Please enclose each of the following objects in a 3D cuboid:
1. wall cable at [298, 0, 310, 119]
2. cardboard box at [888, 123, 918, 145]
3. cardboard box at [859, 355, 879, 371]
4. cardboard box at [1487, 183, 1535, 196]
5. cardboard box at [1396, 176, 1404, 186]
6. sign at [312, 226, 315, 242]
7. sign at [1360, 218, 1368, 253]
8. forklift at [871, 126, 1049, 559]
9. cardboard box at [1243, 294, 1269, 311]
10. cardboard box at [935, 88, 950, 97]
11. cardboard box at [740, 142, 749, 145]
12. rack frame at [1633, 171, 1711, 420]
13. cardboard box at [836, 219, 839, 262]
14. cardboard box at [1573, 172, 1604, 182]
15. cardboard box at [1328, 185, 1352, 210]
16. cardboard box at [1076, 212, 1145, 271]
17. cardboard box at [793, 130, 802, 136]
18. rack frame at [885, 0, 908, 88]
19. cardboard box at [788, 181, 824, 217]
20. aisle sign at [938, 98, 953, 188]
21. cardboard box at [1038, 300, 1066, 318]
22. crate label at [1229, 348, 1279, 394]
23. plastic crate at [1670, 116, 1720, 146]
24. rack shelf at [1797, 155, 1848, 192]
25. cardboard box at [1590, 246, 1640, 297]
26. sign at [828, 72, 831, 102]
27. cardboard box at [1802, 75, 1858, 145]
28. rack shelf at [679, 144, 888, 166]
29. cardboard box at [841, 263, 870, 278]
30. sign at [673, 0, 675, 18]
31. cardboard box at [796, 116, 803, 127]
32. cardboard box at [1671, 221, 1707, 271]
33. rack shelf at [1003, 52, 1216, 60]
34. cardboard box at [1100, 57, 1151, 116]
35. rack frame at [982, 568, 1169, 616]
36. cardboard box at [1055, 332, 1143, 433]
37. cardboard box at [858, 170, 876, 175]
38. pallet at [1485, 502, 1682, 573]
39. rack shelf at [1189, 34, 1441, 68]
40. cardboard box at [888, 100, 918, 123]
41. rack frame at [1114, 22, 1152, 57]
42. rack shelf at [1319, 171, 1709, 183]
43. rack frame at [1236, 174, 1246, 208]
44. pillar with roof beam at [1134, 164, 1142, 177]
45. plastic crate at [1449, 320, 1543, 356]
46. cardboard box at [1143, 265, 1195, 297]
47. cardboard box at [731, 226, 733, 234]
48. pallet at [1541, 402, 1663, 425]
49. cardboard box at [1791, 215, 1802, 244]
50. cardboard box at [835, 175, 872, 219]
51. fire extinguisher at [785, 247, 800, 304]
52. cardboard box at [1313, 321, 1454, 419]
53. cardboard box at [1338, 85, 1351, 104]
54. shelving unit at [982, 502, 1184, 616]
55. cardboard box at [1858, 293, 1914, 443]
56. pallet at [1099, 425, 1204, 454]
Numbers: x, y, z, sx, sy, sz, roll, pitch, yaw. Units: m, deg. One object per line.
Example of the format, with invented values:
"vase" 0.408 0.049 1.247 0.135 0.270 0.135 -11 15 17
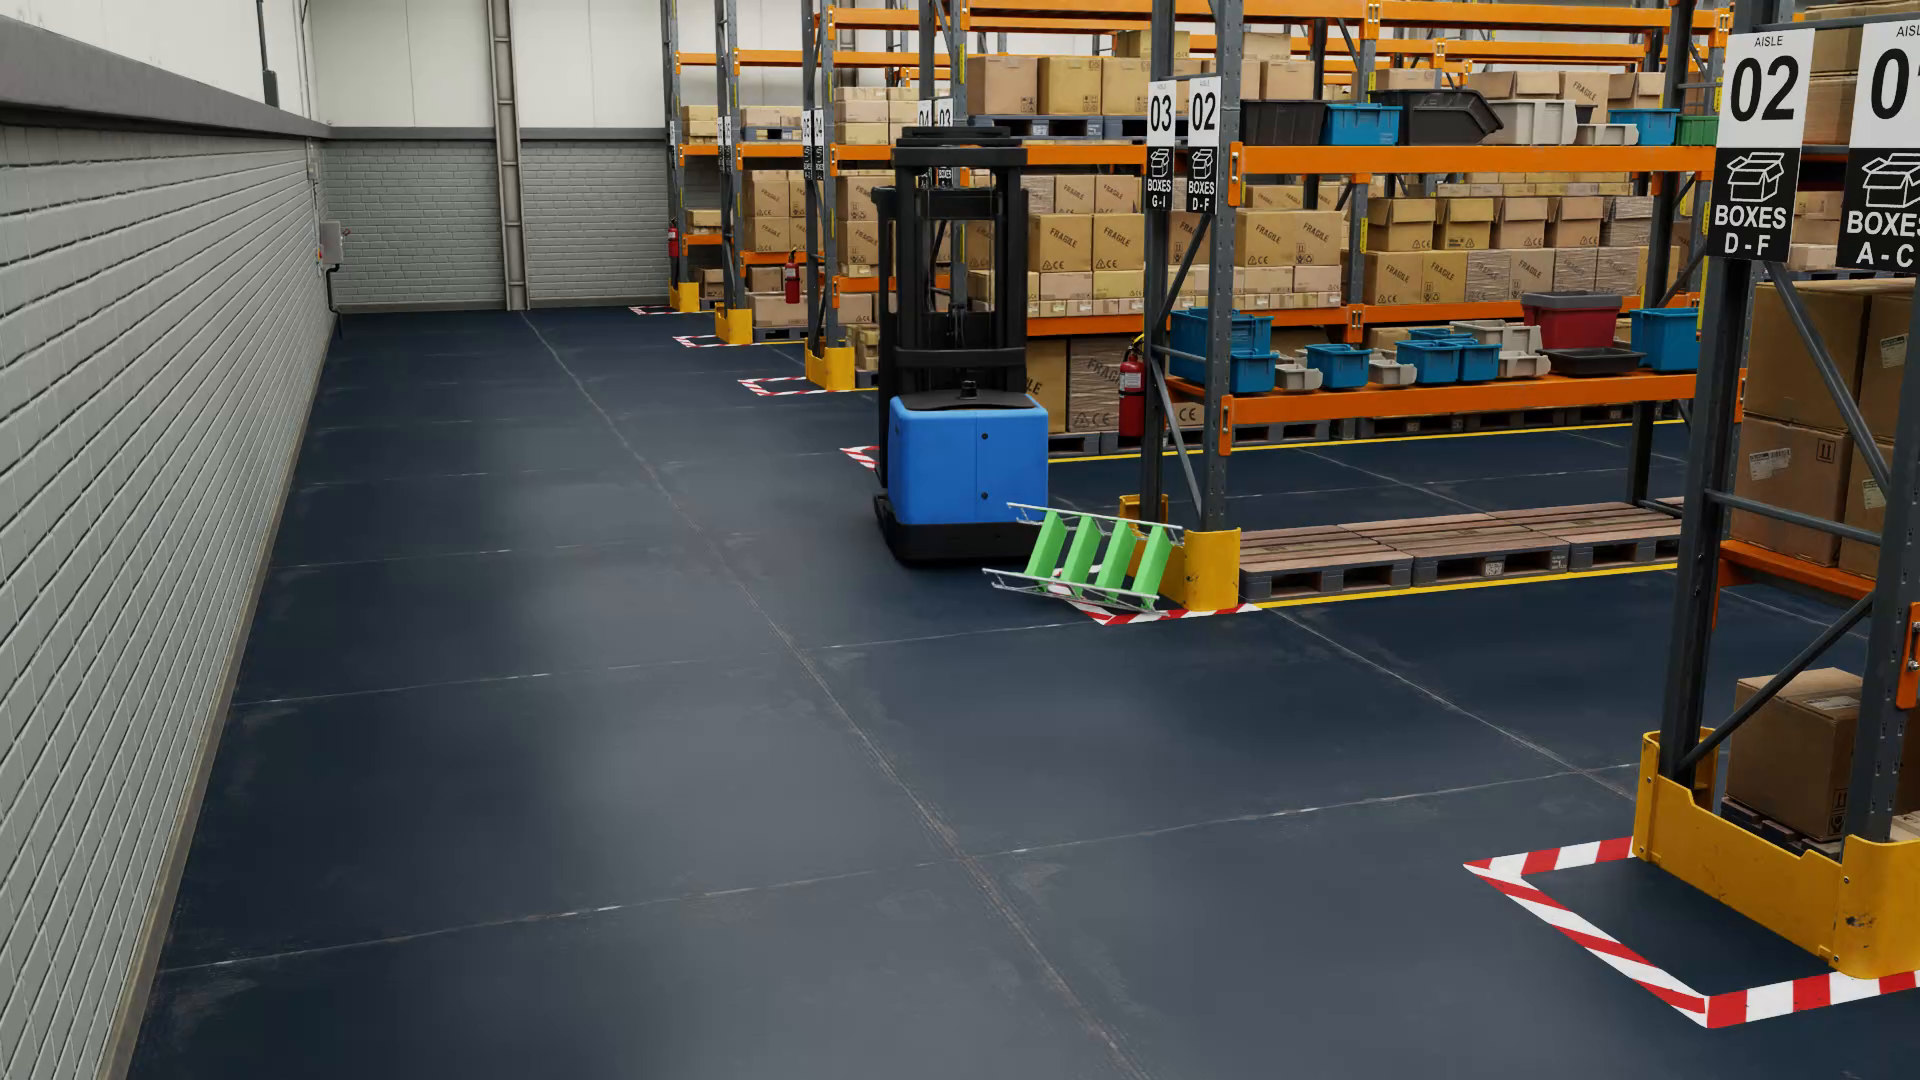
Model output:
"wall cable" -8.855 -7.018 22.203 0.029 3.000 2.355 -4 14 -18
"cardboard box" -0.635 -4.739 19.428 0.500 0.250 0.500 -4 14 -16
"cardboard box" -1.044 -2.124 19.843 0.250 0.149 0.380 -4 14 -17
"cardboard box" 7.333 -4.571 22.499 0.500 0.500 0.700 -5 14 -19
"cardboard box" 7.042 -5.878 27.204 0.250 0.149 0.380 -5 14 -20
"sign" -8.696 -4.111 22.361 0.001 0.218 0.327 -4 14 -18
"sign" 3.813 -2.876 15.710 0.005 0.325 0.100 -4 14 -18
"forklift" -0.079 -1.585 12.470 1.130 2.935 3.031 -2 13 -7
"cardboard box" 2.719 -2.265 15.724 0.250 0.149 0.380 -4 14 -17
"cardboard box" -0.294 -5.214 19.483 0.250 0.149 0.380 -4 14 -16
"cardboard box" -3.769 -6.850 28.521 0.250 0.149 0.380 -4 14 -17
"rack frame" 7.426 -2.833 17.572 0.127 3.000 1.000 -4 14 -18
"cardboard box" -1.298 -3.621 20.025 0.500 0.500 0.500 -4 14 -17
"cardboard box" 10.500 -6.095 28.267 0.500 0.500 0.700 -5 14 -19
"cardboard box" 6.235 -5.503 27.028 0.500 0.500 0.500 -5 14 -20
"cardboard box" 1.348 -2.732 15.207 0.500 0.500 0.500 -5 14 -20
"cardboard box" -2.949 -7.129 28.830 0.500 0.250 0.500 -5 14 -19
"rack frame" -1.112 -8.718 29.350 0.127 3.000 1.000 -4 14 -18
"cardboard box" -2.284 -4.964 24.153 0.500 0.500 0.500 -5 14 -20
"aisle sign" -0.129 -3.436 14.490 0.004 0.787 0.394 -4 14 -18
"cardboard box" 0.771 -2.113 15.085 0.250 0.149 0.380 -5 14 -19
"crate label" 1.763 -1.050 10.308 0.303 0.233 0.416 -4 14 -18
"plastic crate" 4.910 -2.710 11.031 0.662 0.188 0.450 -4 14 -18
"rack shelf" 4.895 -1.327 6.311 4.000 0.370 1.077 -4 14 -18
"cardboard box" 6.563 -2.756 17.029 0.500 0.500 0.500 -5 14 -19
"sign" -1.469 -5.104 18.746 0.005 0.325 0.100 -4 14 -18
"cardboard box" 3.403 -1.552 6.027 0.500 0.250 0.500 -4 14 -18
"rack shelf" -3.008 -6.762 29.159 4.000 0.370 1.077 -4 14 -18
"cardboard box" -1.231 -3.168 19.522 0.250 0.149 0.380 -5 14 -19
"sign" -4.730 -8.797 27.491 0.005 0.325 0.100 -4 14 -18
"cardboard box" -2.212 -6.036 23.975 0.250 0.149 0.380 -4 14 -16
"cardboard box" 7.925 -3.135 17.716 0.500 0.500 0.500 -6 15 -25
"rack shelf" 2.370 -7.233 25.524 4.000 0.370 1.077 -4 14 -18
"cardboard box" 1.366 -4.118 15.150 0.500 0.500 0.700 -5 14 -22
"rack frame" 0.708 0.323 10.349 1.200 0.015 0.240 9 -26 28
"cardboard box" 1.287 -1.545 15.842 0.875 0.875 0.875 -4 14 -18
"cardboard box" -1.409 -5.338 24.322 0.250 0.149 0.380 -5 14 -19
"pallet" 4.530 -0.032 11.823 1.213 0.211 1.003 -4 14 -18
"rack shelf" 4.044 -6.155 20.991 4.000 0.370 1.077 -4 14 -18
"cardboard box" -0.649 -4.982 19.366 0.500 0.250 0.500 -5 14 -19
"rack frame" 2.149 -6.552 20.241 0.127 3.000 1.000 -4 14 -18
"rack shelf" 5.531 -3.795 16.687 4.000 0.370 1.077 -4 14 -18
"rack frame" 4.265 -5.007 26.709 0.127 3.000 1.000 -4 14 -18
"pillar with roof beam" 5.000 -8.363 27.857 0.400 9.000 9.100 -4 14 -18
"plastic crate" 3.709 -1.351 11.467 0.530 0.282 0.437 -4 14 -18
"cardboard box" 1.846 -2.407 15.459 0.500 0.250 0.500 -5 14 -19
"cardboard box" -4.040 -5.402 28.916 0.250 0.149 0.380 -5 14 -19
"pallet" 6.655 -1.435 17.719 1.213 0.211 1.003 -4 14 -18
"cardboard box" 11.611 -4.447 24.033 0.500 0.550 0.875 -4 14 -18
"cardboard box" -1.288 -4.106 19.904 0.500 0.500 0.500 -5 14 -19
"fire extinguisher" -2.028 -3.202 20.094 0.183 0.674 0.296 -4 14 -18
"cardboard box" 4.235 -1.760 16.745 0.875 0.875 1.225 -4 14 -18
"cardboard box" 4.980 -5.801 21.698 0.258 0.266 0.396 -4 14 -18
"shelving unit" 0.789 0.113 10.443 1.200 0.503 0.258 9 -26 28
"cardboard box" 3.504 -0.580 5.722 0.500 0.500 0.500 -4 14 -16
"pallet" 1.731 -1.052 16.108 1.213 0.211 1.003 -4 14 -18
